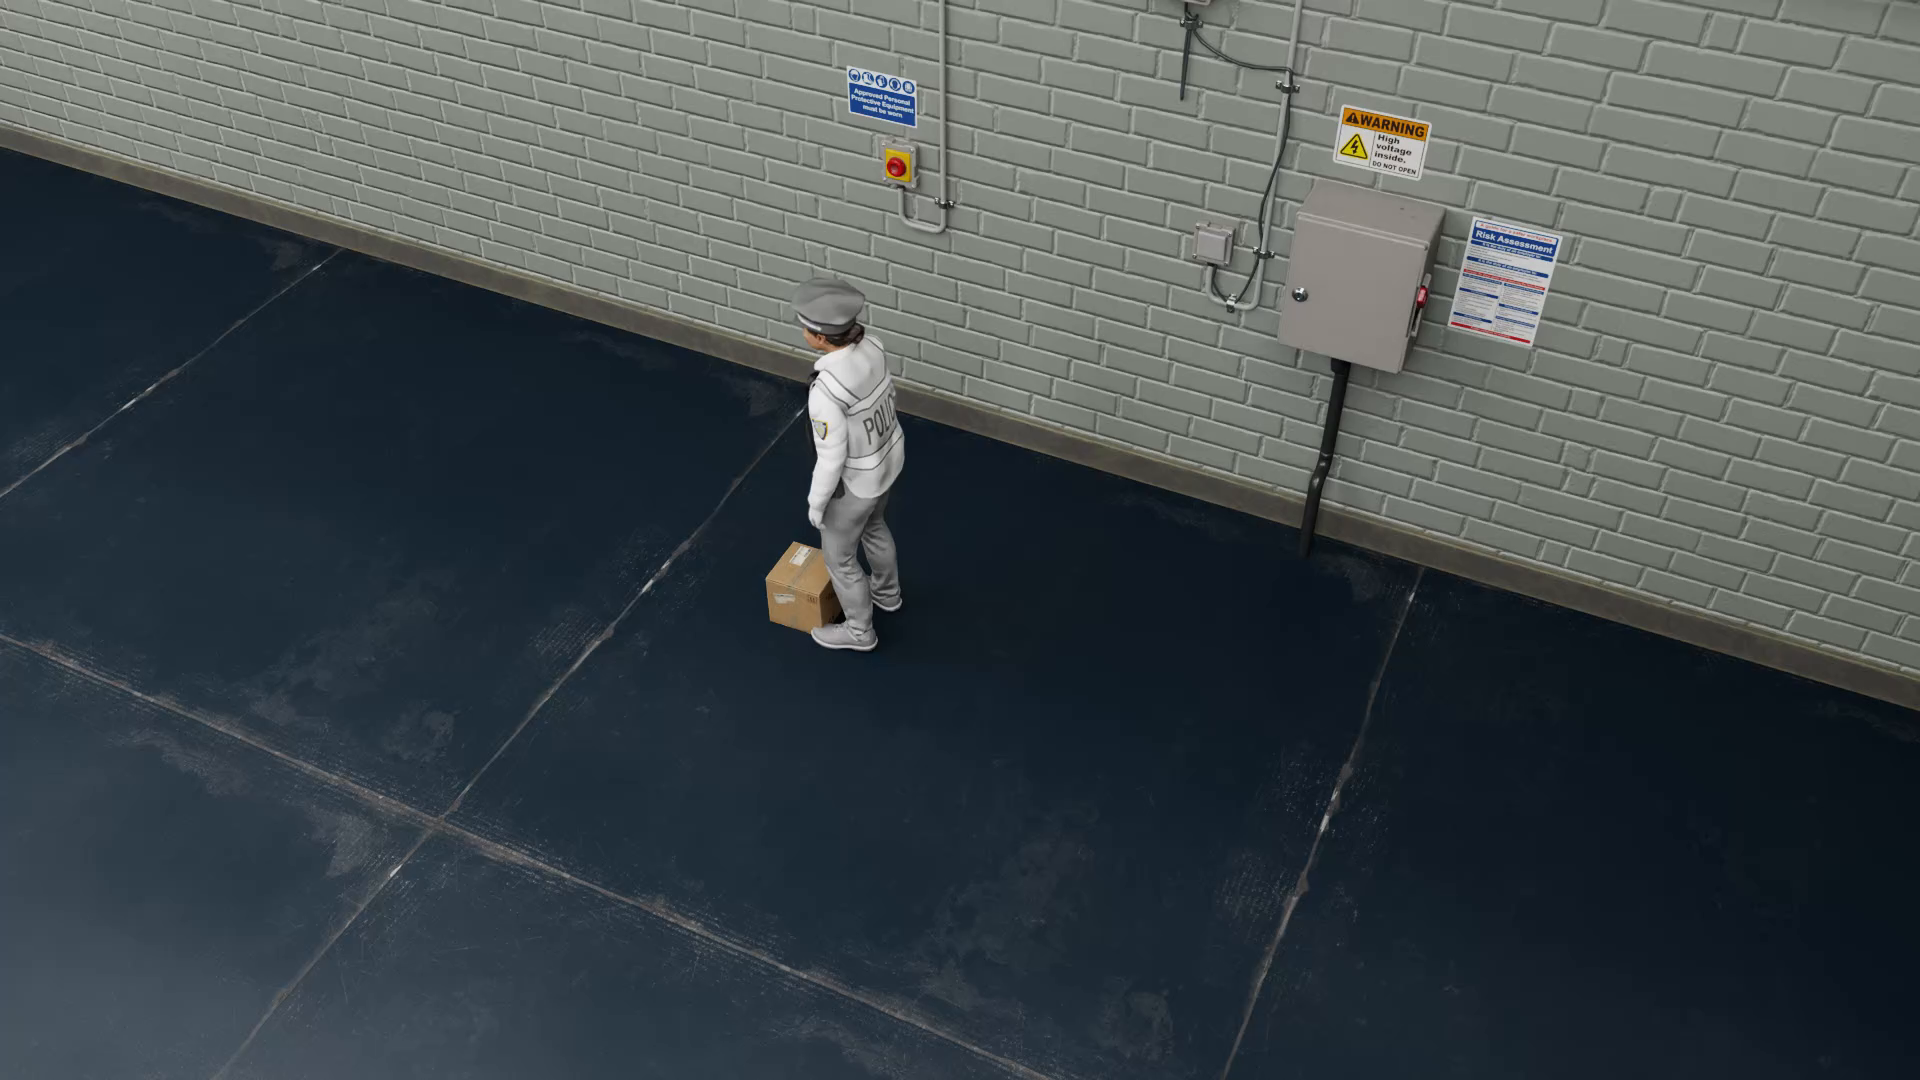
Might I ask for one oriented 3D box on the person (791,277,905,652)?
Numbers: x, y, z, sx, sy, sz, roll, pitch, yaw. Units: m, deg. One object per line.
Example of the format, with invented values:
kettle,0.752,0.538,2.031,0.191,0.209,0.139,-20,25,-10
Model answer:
person,-0.418,-0.255,6.438,0.372,1.664,0.528,18,45,18
